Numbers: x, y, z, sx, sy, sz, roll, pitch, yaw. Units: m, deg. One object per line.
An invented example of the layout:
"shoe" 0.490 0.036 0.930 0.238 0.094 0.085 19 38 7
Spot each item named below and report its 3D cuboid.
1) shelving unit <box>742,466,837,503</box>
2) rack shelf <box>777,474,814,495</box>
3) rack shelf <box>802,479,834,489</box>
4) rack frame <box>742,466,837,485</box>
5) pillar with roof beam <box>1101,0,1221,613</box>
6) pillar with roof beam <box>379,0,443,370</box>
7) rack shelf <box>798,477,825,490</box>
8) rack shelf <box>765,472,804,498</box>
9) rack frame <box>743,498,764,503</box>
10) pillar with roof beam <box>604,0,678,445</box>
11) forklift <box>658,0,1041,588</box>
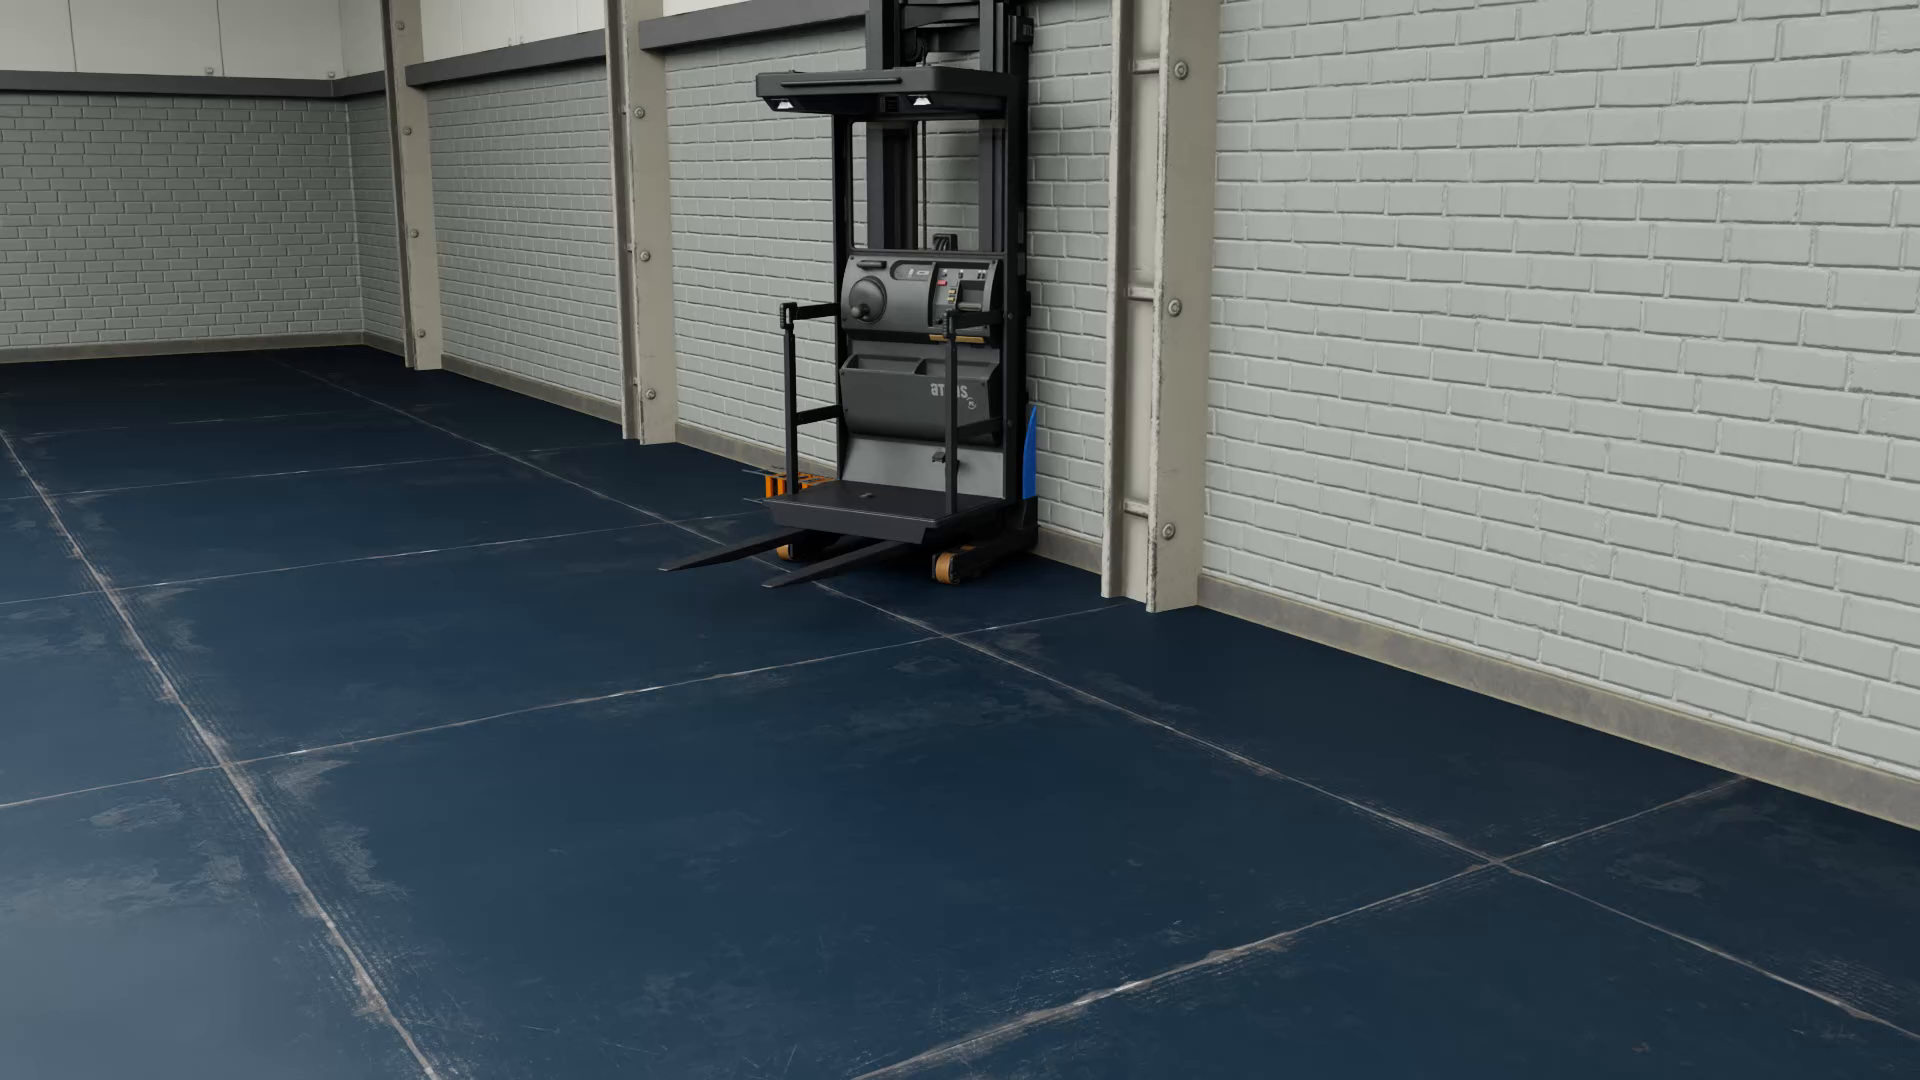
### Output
"shelving unit" -0.868 -0.275 10.168 0.258 0.189 1.200 -12 17 -43
"rack shelf" -1.005 -0.305 10.304 0.258 0.180 0.103 -12 17 -43
"rack shelf" -0.837 -0.269 10.137 0.258 0.180 0.103 -12 17 -43
"rack frame" -0.868 -0.365 10.148 0.240 0.006 1.200 -12 17 -43
"pillar with roof beam" -2.660 -3.598 4.752 9.100 9.000 0.400 -8 15 -33
"pillar with roof beam" -9.309 -5.732 14.511 9.100 9.000 0.400 -8 15 -33
"rack shelf" -0.921 -0.287 10.221 0.258 0.180 0.103 -12 17 -43
"rack shelf" -1.089 -0.324 10.388 0.258 0.180 0.103 -12 17 -43
"rack frame" -0.868 -0.186 10.187 0.240 0.006 1.200 -12 17 -43
"pillar with roof beam" -5.985 -4.665 9.631 9.100 9.000 0.400 -8 15 -33
"forklift" -0.326 -1.318 8.530 1.130 2.935 3.031 7 14 31
